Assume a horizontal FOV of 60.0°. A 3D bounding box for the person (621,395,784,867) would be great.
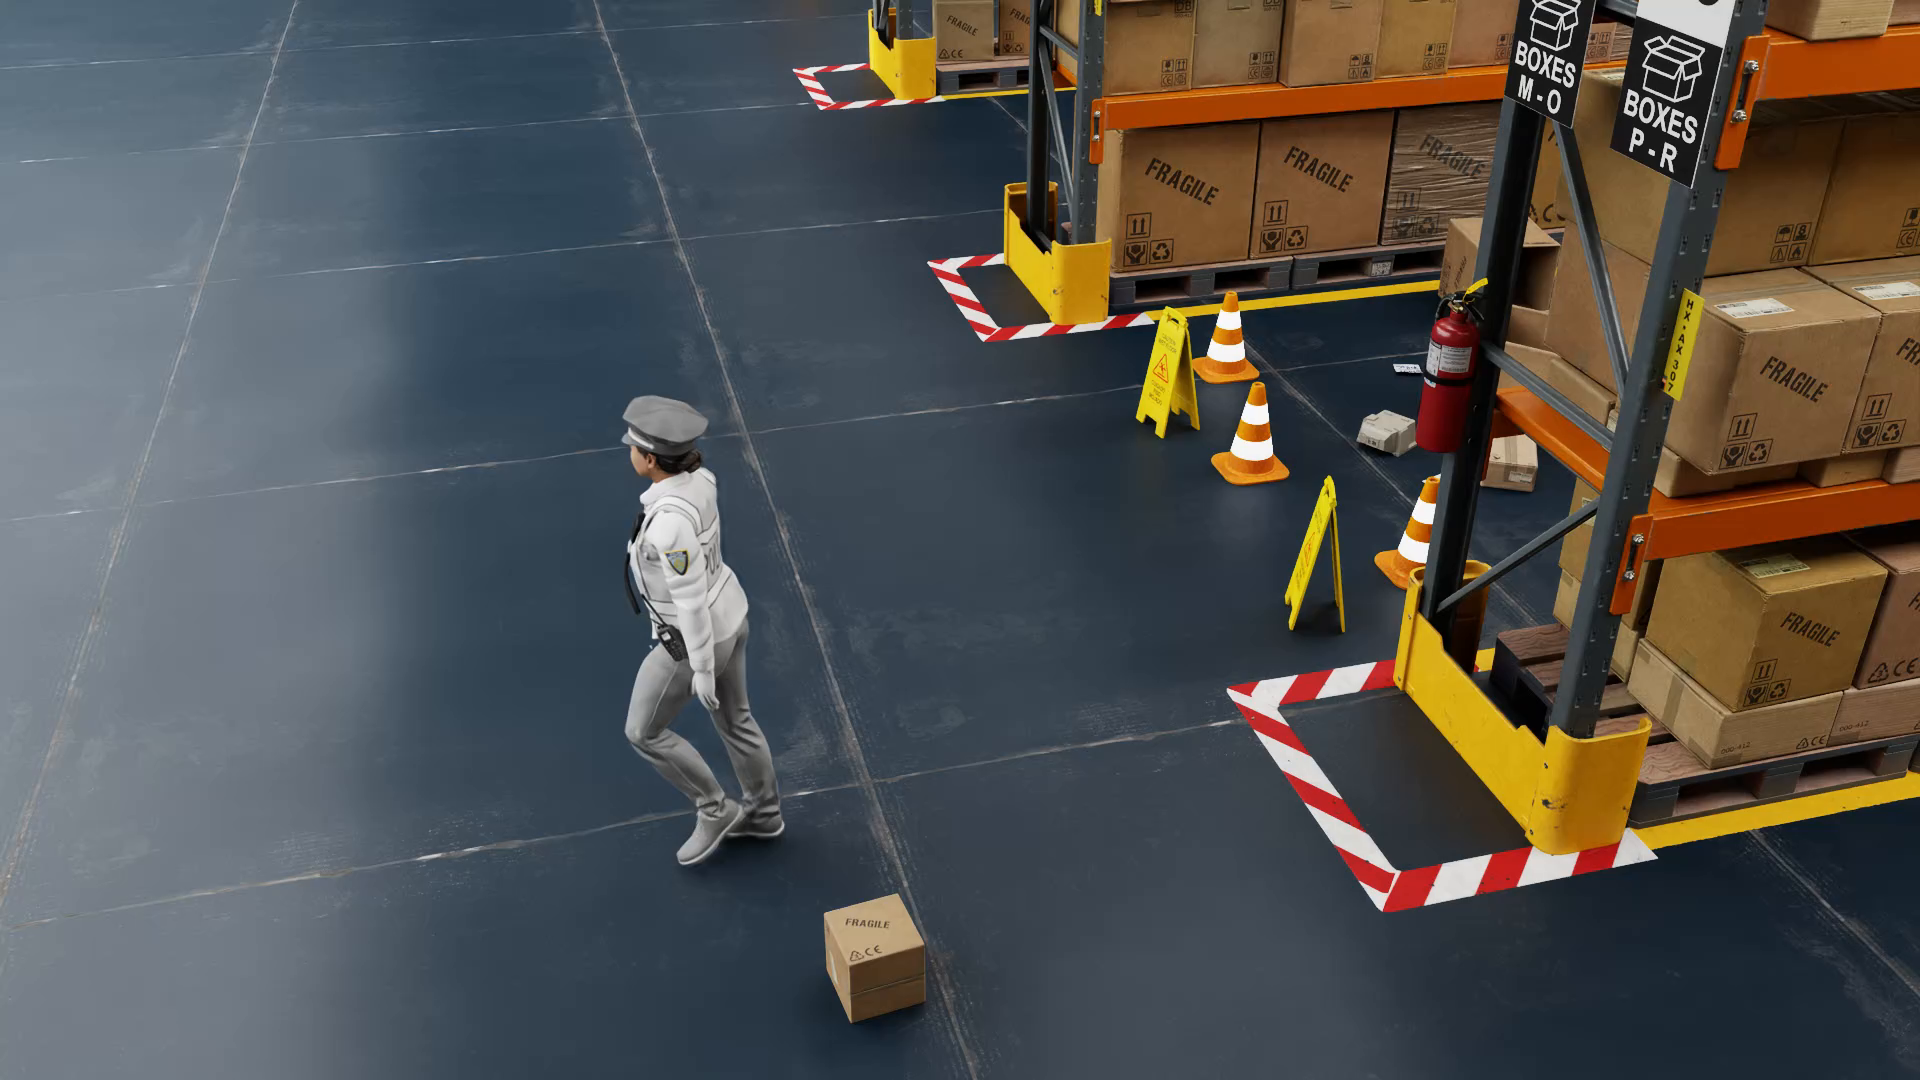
[{"bbox_3d":[-0.865,0.311,5.549,0.488,1.662,0.514,5,31,9],"label":"person"}]
